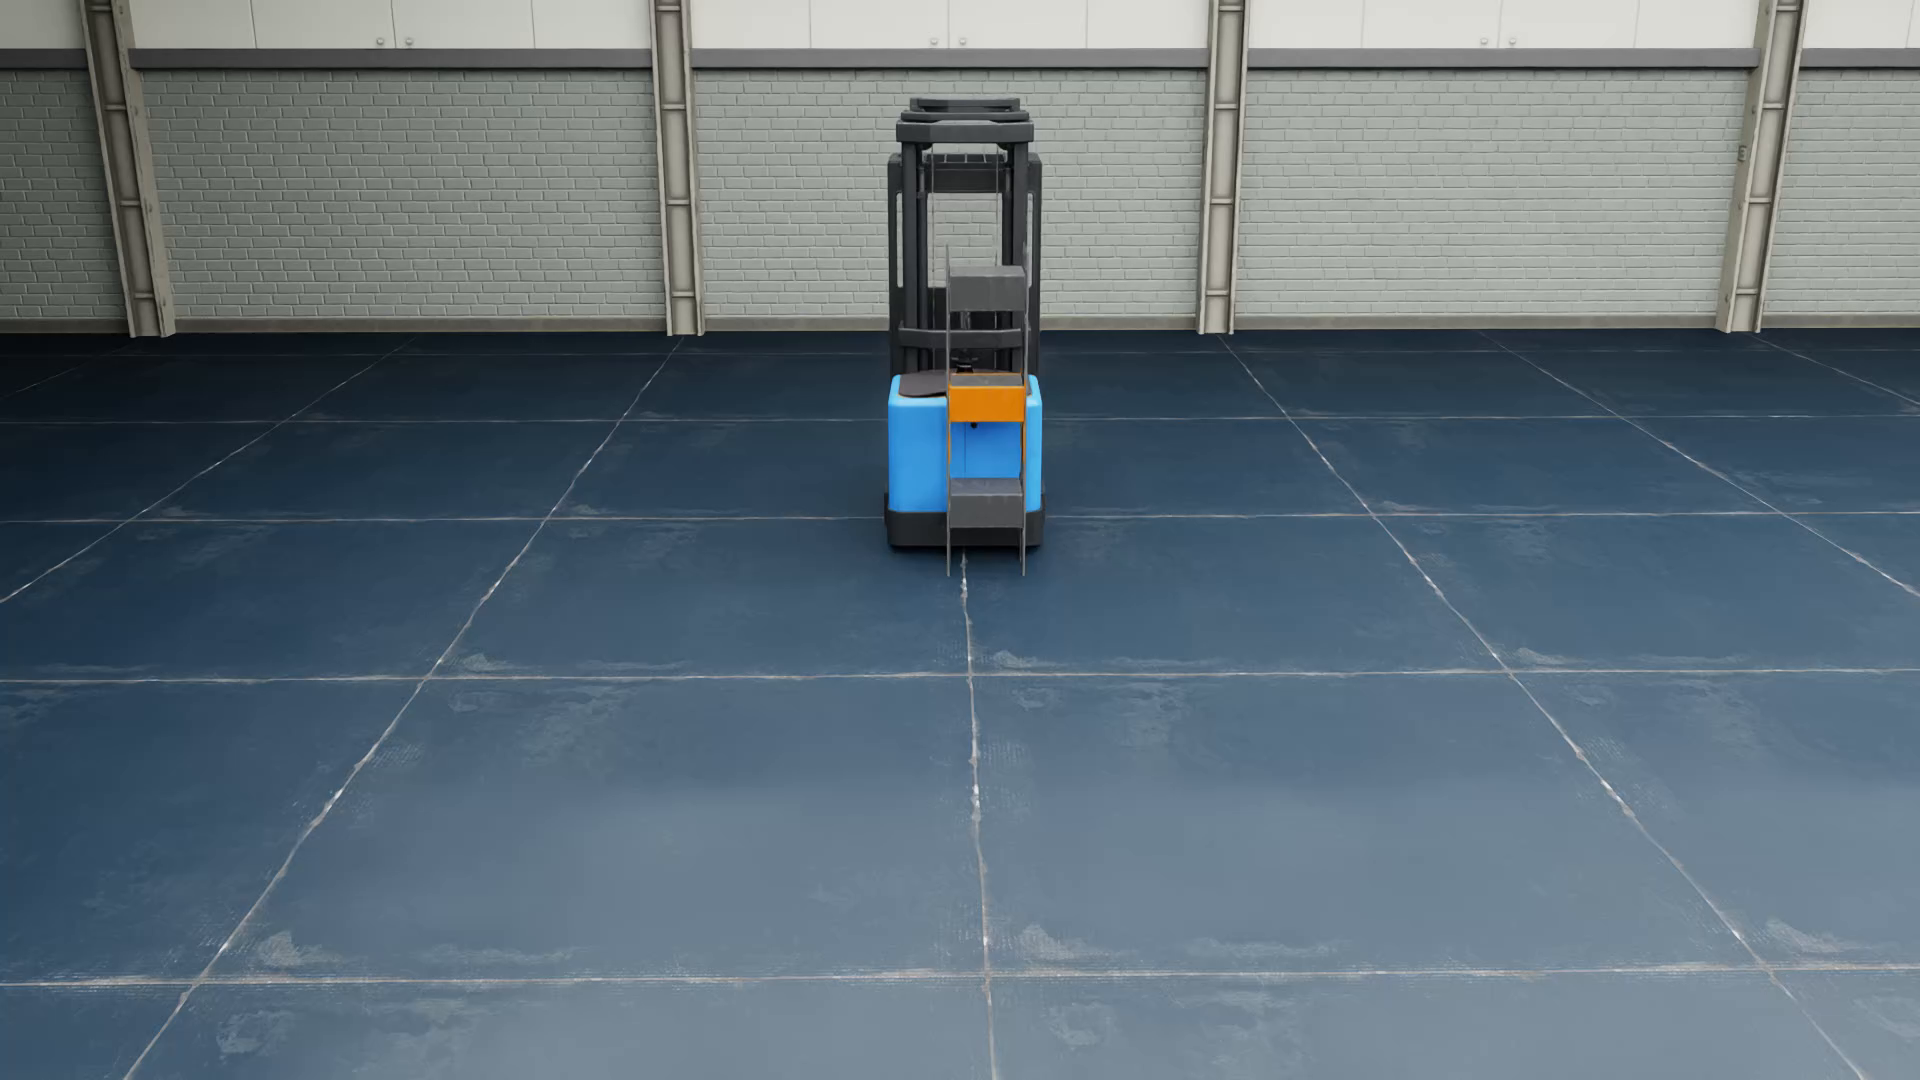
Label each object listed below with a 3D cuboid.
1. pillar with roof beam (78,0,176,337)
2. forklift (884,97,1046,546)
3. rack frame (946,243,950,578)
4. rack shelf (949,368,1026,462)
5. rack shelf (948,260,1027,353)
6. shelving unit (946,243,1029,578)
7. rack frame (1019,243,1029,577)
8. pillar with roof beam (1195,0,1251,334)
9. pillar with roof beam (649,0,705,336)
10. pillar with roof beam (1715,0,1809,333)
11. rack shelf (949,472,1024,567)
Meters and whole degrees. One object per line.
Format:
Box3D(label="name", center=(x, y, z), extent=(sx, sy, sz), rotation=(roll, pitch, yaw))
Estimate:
Box3D(label="pillar with roof beam", center=(-9.034, -5.288, 13.299), extent=(0.400, 9.000, 9.100), rotation=(0, 18, -1))
Box3D(label="forklift", center=(0.033, -1.749, 12.200), extent=(1.130, 2.935, 3.031), rotation=(0, 18, 0))
Box3D(label="rack frame", center=(-0.078, -0.816, 10.653), extent=(0.015, 2.100, 0.400), rotation=(0, 18, -1))
Box3D(label="rack shelf", center=(0.166, -0.804, 10.661), extent=(0.480, 0.518, 0.431), rotation=(0, 18, -1))
Box3D(label="rack shelf", center=(0.166, -1.470, 10.447), extent=(0.480, 0.518, 0.431), rotation=(0, 18, -1))
Box3D(label="shelving unit", center=(0.166, -0.817, 10.657), extent=(0.503, 2.100, 0.431), rotation=(0, 18, -1))
Box3D(label="rack frame", center=(0.410, -0.818, 10.660), extent=(0.015, 2.100, 0.400), rotation=(0, 18, -1))
Box3D(label="pillar with roof beam", center=(2.964, -5.345, 13.479), extent=(0.400, 9.000, 9.100), rotation=(0, 18, -1))
Box3D(label="pillar with roof beam", center=(-3.035, -5.317, 13.389), extent=(0.400, 9.000, 9.100), rotation=(0, 18, -1))
Box3D(label="pillar with roof beam", center=(8.963, -5.374, 13.569), extent=(0.400, 9.000, 9.100), rotation=(0, 18, -1))
Box3D(label="rack shelf", center=(0.166, -0.137, 10.875), extent=(0.480, 0.518, 0.431), rotation=(0, 18, -1))
